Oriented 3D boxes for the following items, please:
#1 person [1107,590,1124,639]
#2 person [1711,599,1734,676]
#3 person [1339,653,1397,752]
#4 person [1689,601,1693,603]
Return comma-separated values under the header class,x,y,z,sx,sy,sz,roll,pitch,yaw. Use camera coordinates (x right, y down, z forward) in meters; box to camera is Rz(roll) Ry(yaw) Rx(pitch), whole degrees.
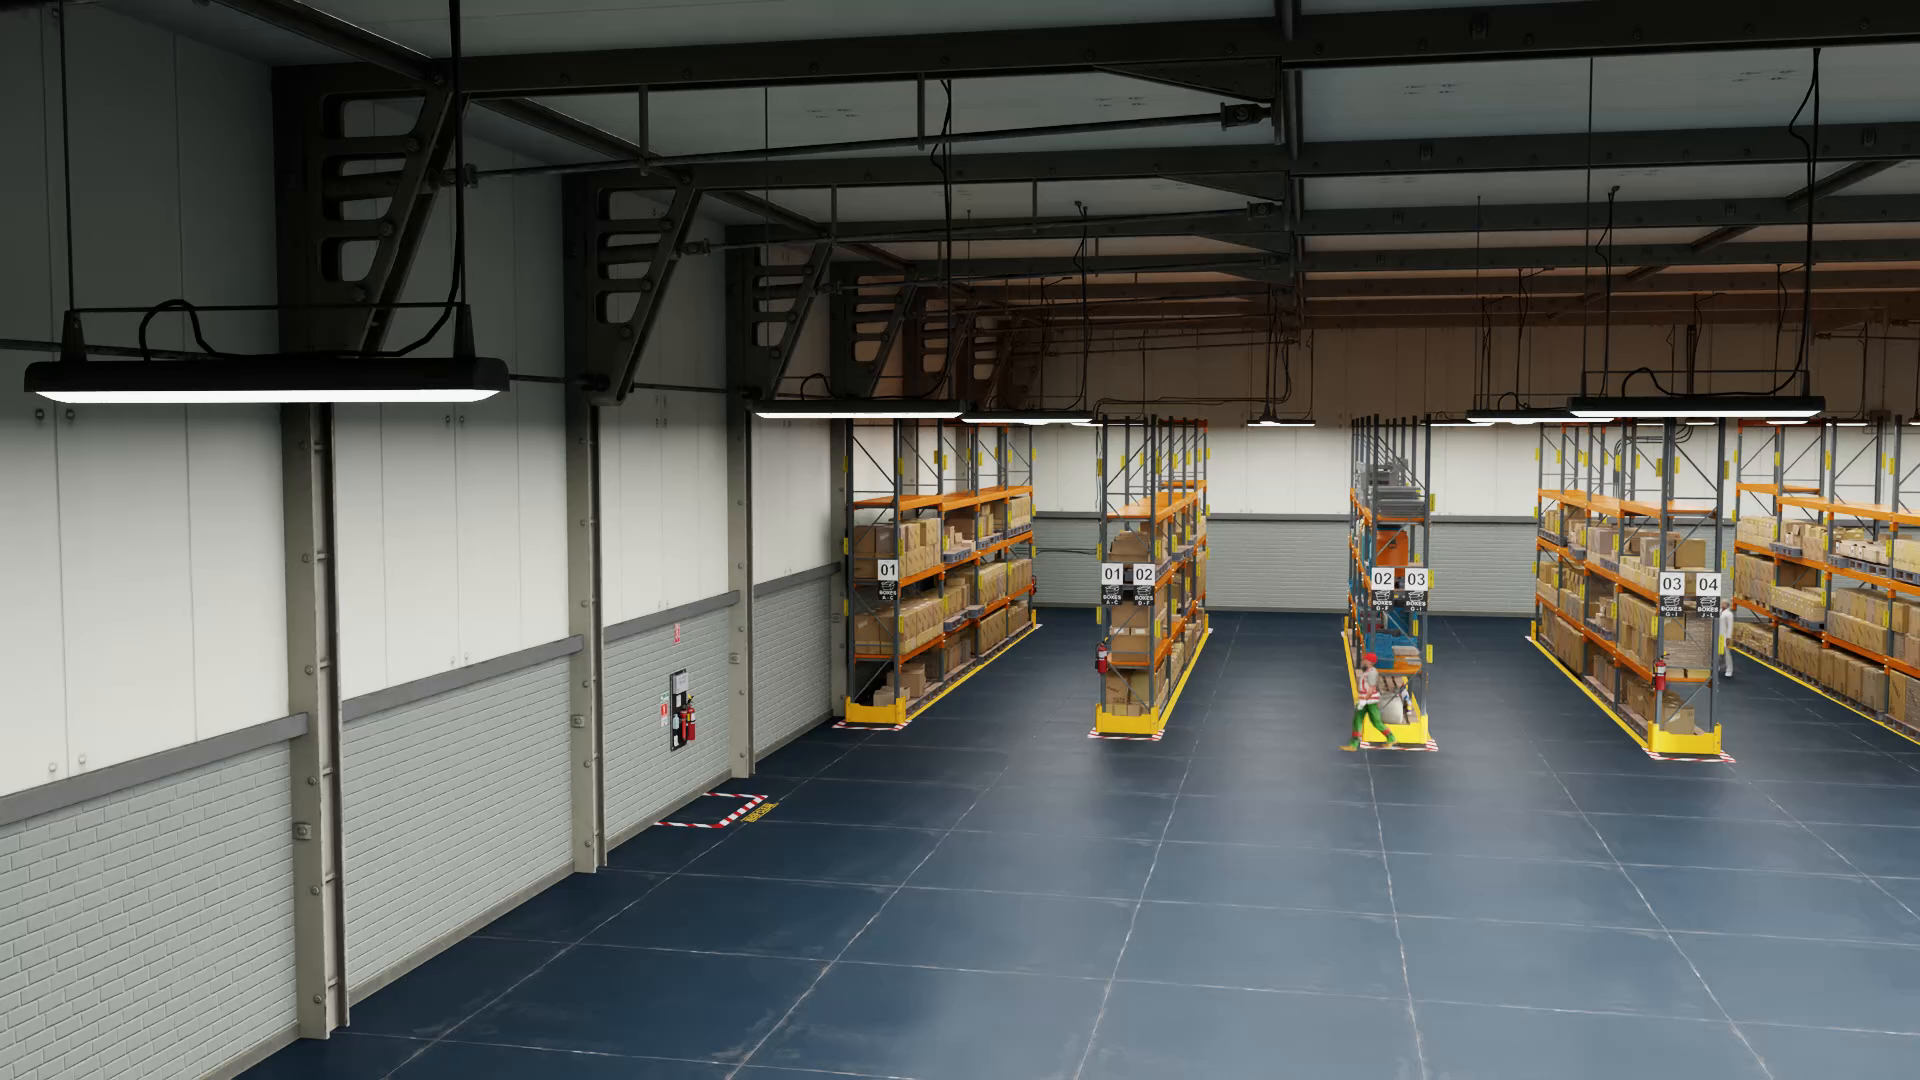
class,x,y,z,sx,sy,sz,roll,pitch,yaw
person,4.240,1.888,44.924,0.577,1.608,1.028,1,4,13
person,17.726,2.249,38.650,0.472,1.779,0.709,-1,4,-18
person,7.250,2.882,29.510,1.017,1.762,0.509,-1,4,-15
person,19.327,1.955,44.380,0.460,1.619,0.976,3,5,36
